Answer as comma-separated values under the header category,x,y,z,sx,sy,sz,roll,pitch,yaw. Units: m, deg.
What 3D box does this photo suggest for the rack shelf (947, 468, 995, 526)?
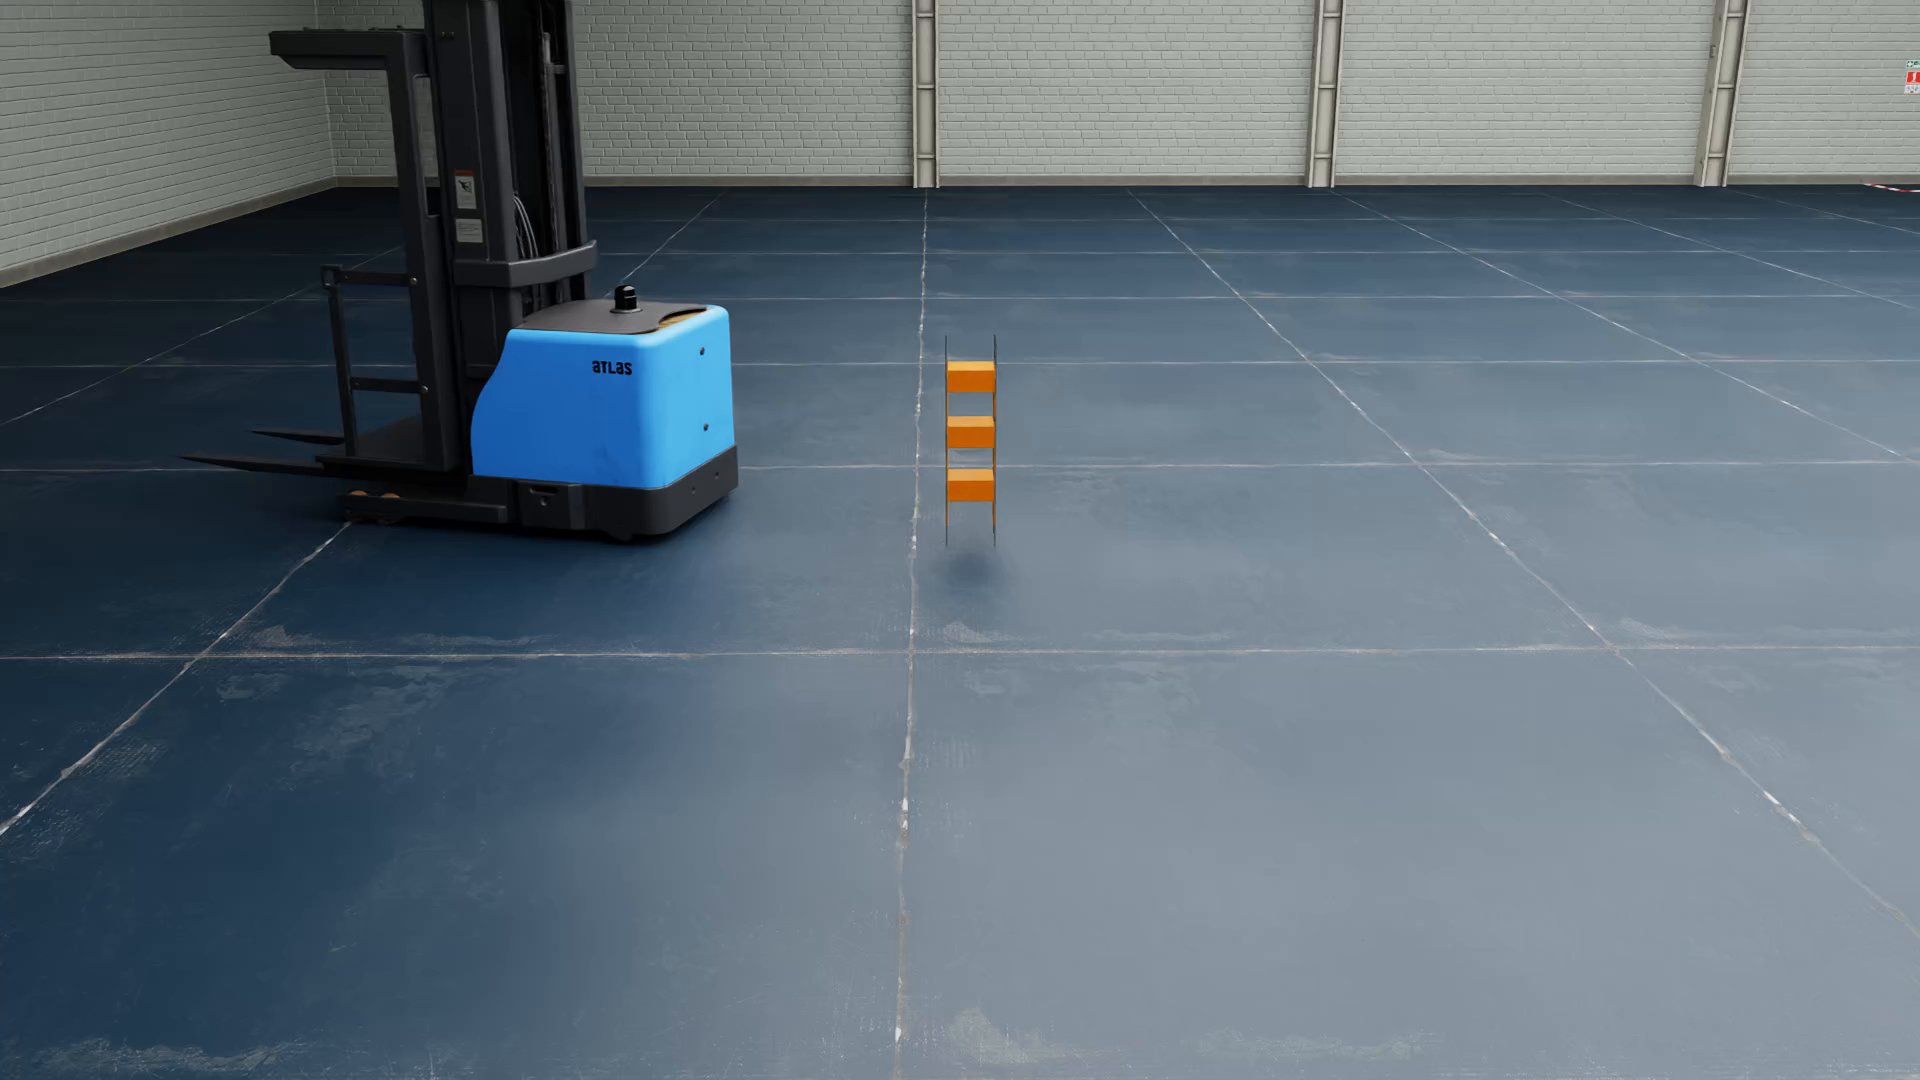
category,x,y,z,sx,sy,sz,roll,pitch,yaw
rack shelf,0.054,-0.225,8.476,0.240,0.259,0.215,0,18,-1

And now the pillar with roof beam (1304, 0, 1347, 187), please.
category,x,y,z,sx,sy,sz,roll,pitch,yaw
pillar with roof beam,5.556,-8.380,19.940,0.400,9.000,9.100,0,18,-1

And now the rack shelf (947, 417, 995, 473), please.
category,x,y,z,sx,sy,sz,roll,pitch,yaw
rack shelf,0.054,-0.490,8.391,0.240,0.259,0.215,0,18,-1

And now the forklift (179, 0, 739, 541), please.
category,x,y,z,sx,sy,sz,roll,pitch,yaw
forklift,-2.808,-1.623,8.809,3.031,2.935,1.130,5,18,15

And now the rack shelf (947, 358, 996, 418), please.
category,x,y,z,sx,sy,sz,roll,pitch,yaw
rack shelf,0.054,-0.760,8.305,0.240,0.259,0.215,0,18,-1

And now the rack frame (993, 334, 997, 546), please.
category,x,y,z,sx,sy,sz,roll,pitch,yaw
rack frame,0.175,-0.501,8.390,0.008,1.050,0.200,0,18,-1

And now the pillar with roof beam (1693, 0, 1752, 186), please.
category,x,y,z,sx,sy,sz,roll,pitch,yaw
pillar with roof beam,11.556,-8.409,20.030,0.400,9.000,9.100,0,18,-1

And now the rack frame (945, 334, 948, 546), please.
category,x,y,z,sx,sy,sz,roll,pitch,yaw
rack frame,-0.068,-0.500,8.386,0.008,1.050,0.200,0,18,-1

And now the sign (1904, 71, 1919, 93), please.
category,x,y,z,sx,sy,sz,roll,pitch,yaw
sign,14.461,-6.942,25.219,0.234,0.329,0.001,0,18,-1

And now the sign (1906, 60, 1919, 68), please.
category,x,y,z,sx,sy,sz,roll,pitch,yaw
sign,14.466,-7.192,25.129,0.331,0.109,0.001,0,18,-1

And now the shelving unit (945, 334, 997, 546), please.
category,x,y,z,sx,sy,sz,roll,pitch,yaw
shelving unit,0.054,-0.500,8.388,0.252,1.050,0.215,0,18,-1

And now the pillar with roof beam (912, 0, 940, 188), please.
category,x,y,z,sx,sy,sz,roll,pitch,yaw
pillar with roof beam,-0.443,-8.351,19.849,0.400,9.000,9.100,0,18,-1
